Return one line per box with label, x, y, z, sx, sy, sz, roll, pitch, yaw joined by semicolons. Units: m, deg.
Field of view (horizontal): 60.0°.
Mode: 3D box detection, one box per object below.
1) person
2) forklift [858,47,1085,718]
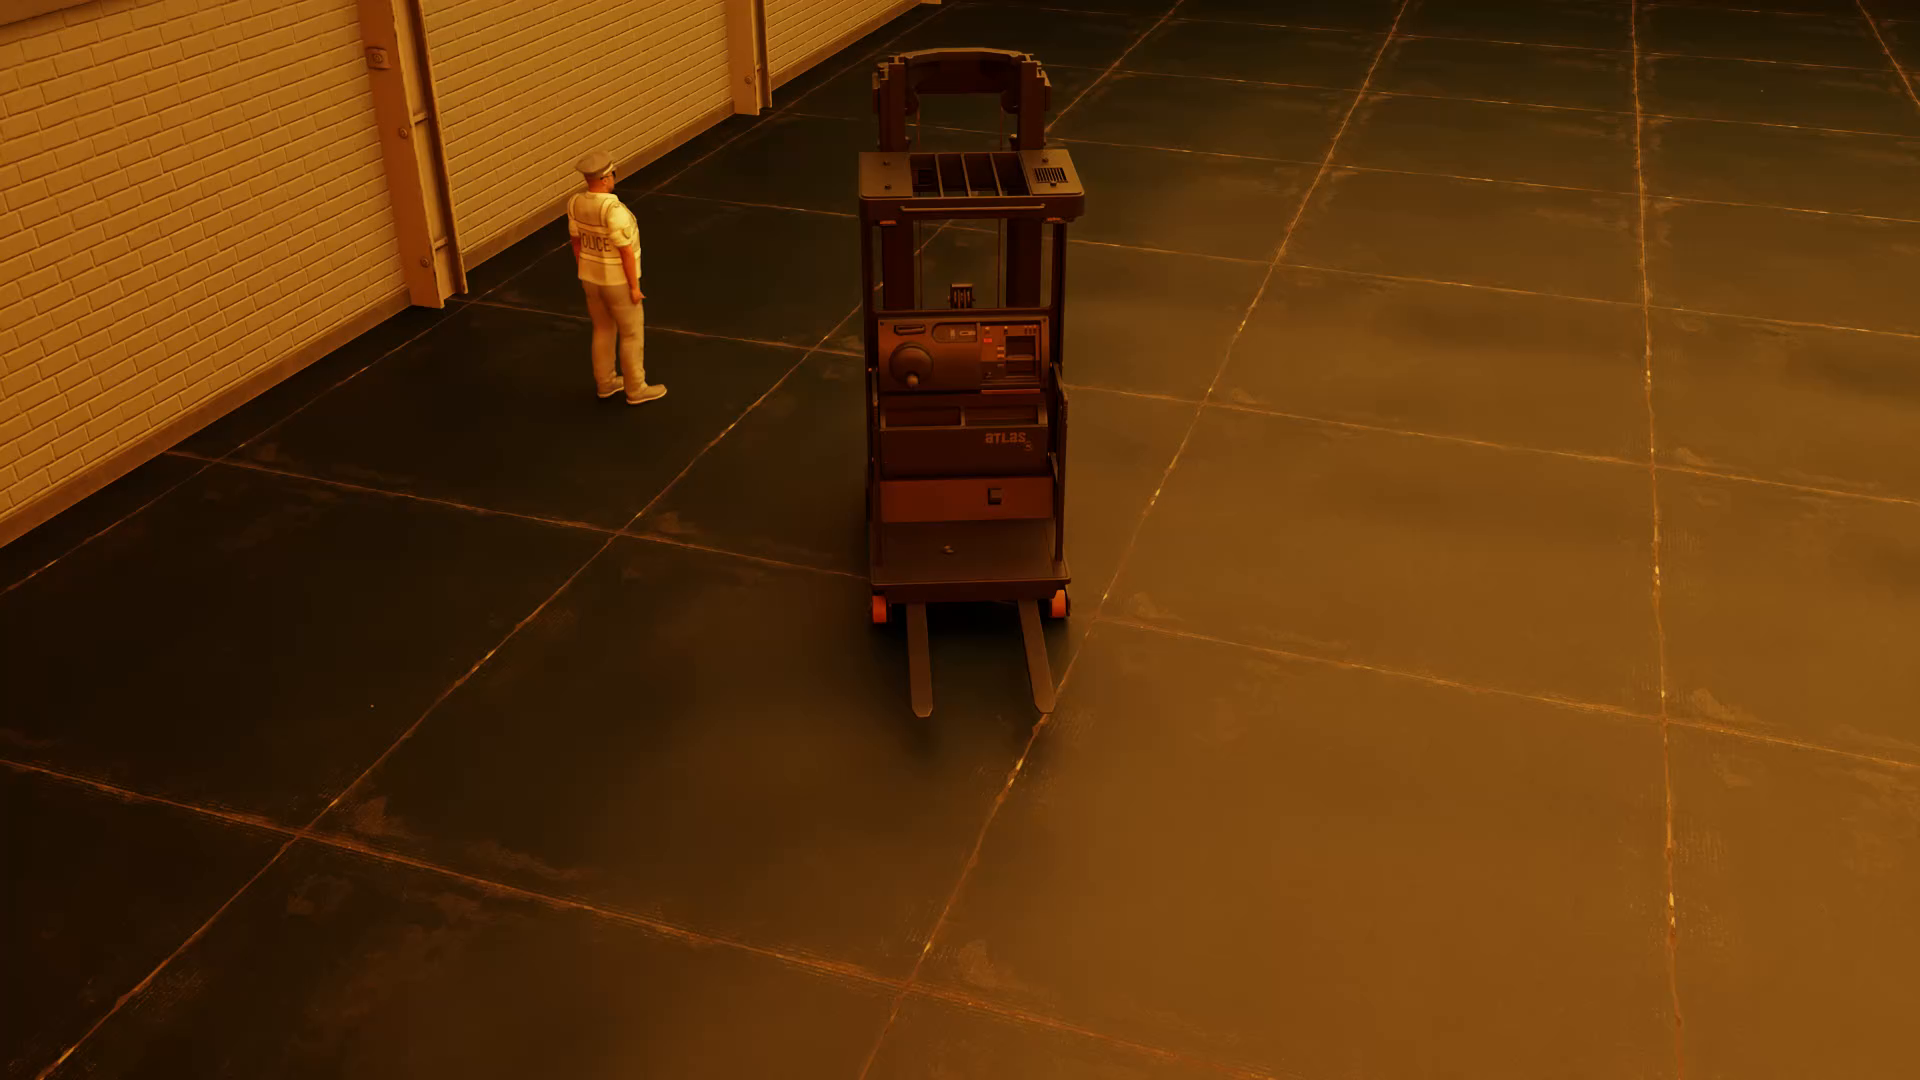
person;-2.401;-1.806;11.477;0.521;1.775;0.399;17;34;27
forklift;0.035;-0.972;8.842;1.130;2.935;3.031;-2;30;-3
